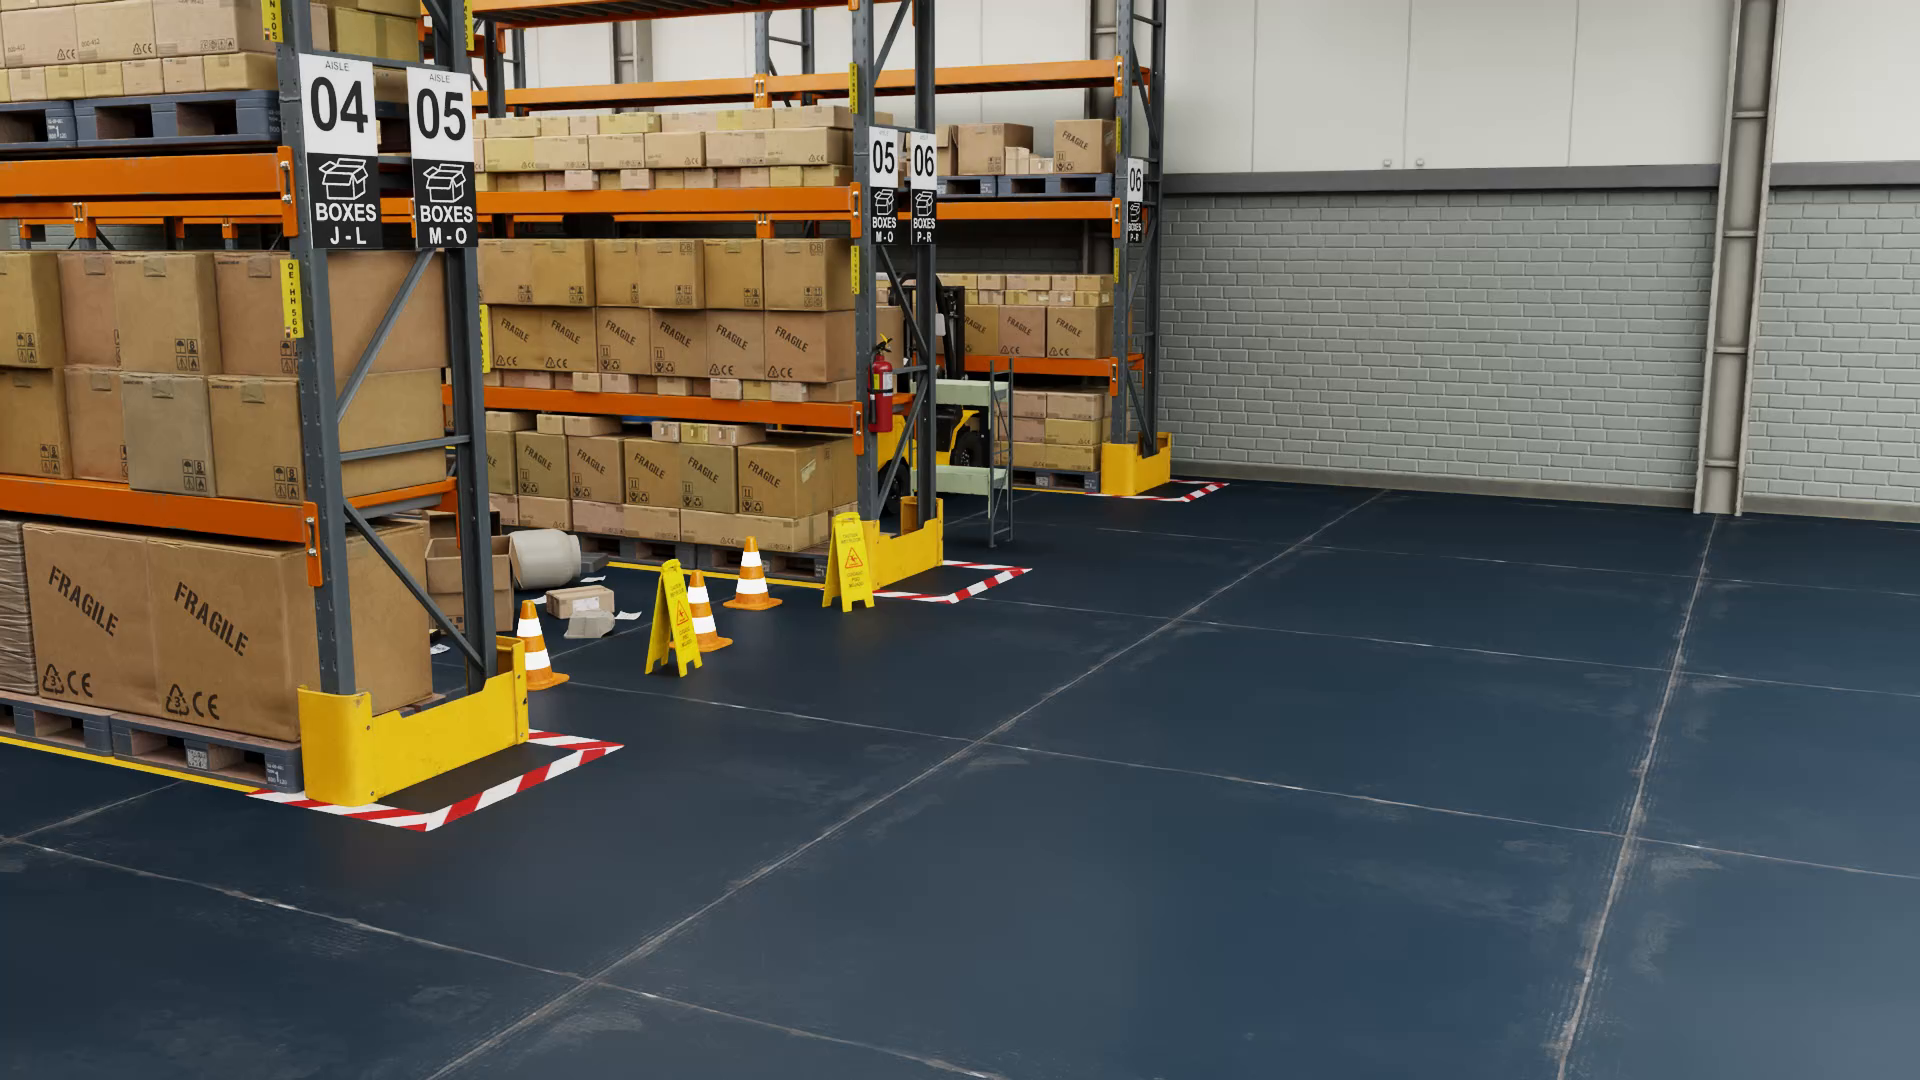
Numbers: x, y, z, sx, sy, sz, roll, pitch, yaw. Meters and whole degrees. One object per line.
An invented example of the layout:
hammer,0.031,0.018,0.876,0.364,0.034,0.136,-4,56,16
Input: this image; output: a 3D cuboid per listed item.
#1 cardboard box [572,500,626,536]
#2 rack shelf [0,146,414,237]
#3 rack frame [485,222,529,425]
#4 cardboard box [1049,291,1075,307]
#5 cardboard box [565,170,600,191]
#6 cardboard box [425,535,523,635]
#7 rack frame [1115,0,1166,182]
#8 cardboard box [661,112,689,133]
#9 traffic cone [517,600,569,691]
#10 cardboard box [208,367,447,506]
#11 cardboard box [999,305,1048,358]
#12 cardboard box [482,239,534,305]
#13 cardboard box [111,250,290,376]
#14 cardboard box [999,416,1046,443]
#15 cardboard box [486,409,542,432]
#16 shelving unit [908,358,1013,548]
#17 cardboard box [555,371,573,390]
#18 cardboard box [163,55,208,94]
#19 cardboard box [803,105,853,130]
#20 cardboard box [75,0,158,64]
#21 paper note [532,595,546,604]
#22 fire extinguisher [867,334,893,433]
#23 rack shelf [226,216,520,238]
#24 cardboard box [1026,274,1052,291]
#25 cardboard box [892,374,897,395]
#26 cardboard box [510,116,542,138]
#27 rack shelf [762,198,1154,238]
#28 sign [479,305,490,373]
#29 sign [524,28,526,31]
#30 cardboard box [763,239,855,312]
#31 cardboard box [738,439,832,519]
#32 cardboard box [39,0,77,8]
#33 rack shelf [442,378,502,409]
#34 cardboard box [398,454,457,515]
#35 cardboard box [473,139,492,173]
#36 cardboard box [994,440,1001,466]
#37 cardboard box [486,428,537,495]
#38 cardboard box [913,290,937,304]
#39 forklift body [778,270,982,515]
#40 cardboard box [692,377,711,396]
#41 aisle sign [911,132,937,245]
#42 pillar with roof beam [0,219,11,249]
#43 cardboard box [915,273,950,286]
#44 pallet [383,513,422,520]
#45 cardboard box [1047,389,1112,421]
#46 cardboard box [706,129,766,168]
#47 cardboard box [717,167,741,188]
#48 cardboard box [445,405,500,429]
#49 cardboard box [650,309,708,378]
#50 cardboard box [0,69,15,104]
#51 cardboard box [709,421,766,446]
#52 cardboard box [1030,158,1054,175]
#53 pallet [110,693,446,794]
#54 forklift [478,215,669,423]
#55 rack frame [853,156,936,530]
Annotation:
cardboard box,-2.670,-0.209,13.001,0.500,0.250,0.500,5,11,25
rack shelf,-4.346,-1.692,8.254,4.000,0.370,1.077,5,11,26
rack frame,-5.434,-2.634,19.864,0.127,3.000,1.000,5,11,26
cardboard box,1.063,-2.370,16.303,0.250,0.149,0.380,5,12,27
cardboard box,-2.752,-2.699,12.505,0.250,0.149,0.380,5,11,25
cardboard box,-3.148,0.283,10.752,0.637,0.503,0.797,-2,11,-14
rack frame,1.740,-4.956,15.846,0.127,3.000,1.000,5,11,26
cardboard box,-1.982,-3.052,12.216,0.250,0.149,0.380,5,11,24
traffic cone,-2.401,0.567,9.297,0.334,0.463,0.336,5,11,26
cardboard box,-2.905,-0.508,7.695,0.550,0.550,0.875,5,11,26
cardboard box,0.721,-2.092,16.588,0.500,0.500,0.500,5,12,28
cardboard box,-3.293,-2.101,12.991,0.500,0.500,0.700,5,11,26
cardboard box,-3.402,-1.082,7.831,0.550,0.550,0.875,5,11,26
cardboard box,0.720,-1.133,16.707,0.500,0.250,0.500,5,11,25
cardboard box,-3.545,-0.959,13.221,0.250,0.149,0.380,5,11,27
shelving unit,0.006,-0.737,13.594,0.755,1.500,0.431,5,11,26
cardboard box,-2.939,-1.258,12.963,0.250,0.149,0.380,5,11,26
cardboard box,-3.226,-2.013,7.252,0.250,0.149,0.380,5,11,26
cardboard box,-0.887,-2.935,11.570,0.250,0.149,0.380,5,11,26
cardboard box,-3.563,-2.250,7.445,0.500,0.250,0.500,5,11,26
paper note,-2.877,0.408,11.421,0.148,0.019,0.142,-10,14,-43
fire extinguisher,-0.554,-1.090,11.549,0.183,0.674,0.296,5,11,26
rack shelf,-7.228,-3.914,20.531,4.000,0.370,1.077,5,11,26
cardboard box,0.844,-2.544,16.427,0.250,0.149,0.380,5,12,27
cardboard box,-0.666,-1.147,12.352,0.250,0.149,0.380,5,11,26
cardboard box,-3.199,-3.131,12.651,0.250,0.149,0.380,5,11,25
rack shelf,-0.054,-3.284,17.048,4.000,0.370,1.077,5,11,26
sign,-2.302,-0.966,7.989,0.005,0.325,0.100,5,11,26
sign,-5.192,-6.213,19.723,0.005,0.325,0.100,5,11,26
cardboard box,-1.008,-1.904,11.904,0.500,0.500,0.700,5,11,24
cardboard box,-1.287,-0.455,12.258,0.500,0.500,0.500,5,11,26
cardboard box,-3.914,-2.466,7.514,0.250,0.149,0.380,5,11,26
rack shelf,-5.834,-1.330,14.675,4.000,0.370,1.077,5,11,26
cardboard box,-4.512,-0.481,14.163,0.625,0.372,0.950,5,11,27
cardboard box,-3.767,-2.996,13.027,0.500,0.250,0.500,5,11,25
cardboard box,0.292,-0.926,16.964,0.500,0.250,0.500,5,11,26
cardboard box,-3.630,-0.659,13.386,0.500,0.500,0.500,6,12,29
cardboard box,-0.300,-2.495,16.994,0.250,0.149,0.380,5,11,25
forklift body,-0.768,-1.444,15.672,1.214,2.155,2.313,5,11,26
cardboard box,-1.791,-1.167,12.459,0.250,0.149,0.380,5,11,27
aisle sign,-0.260,-2.535,12.014,0.004,0.787,0.394,5,11,26
pillar with roof beam,-16.533,-5.886,20.983,0.400,9.000,9.100,5,11,26
cardboard box,-0.271,-2.656,17.044,0.250,0.149,0.380,5,11,26
pallet,-4.739,-0.215,14.326,1.213,0.211,1.003,5,11,26
cardboard box,1.189,-1.336,16.424,0.500,0.250,0.500,5,12,28
cardboard box,-1.476,-2.799,11.935,0.500,0.250,0.500,5,11,25
cardboard box,-1.555,-2.618,12.057,0.250,0.149,0.380,5,11,26
cardboard box,-5.909,-1.610,20.043,0.500,0.500,0.500,5,12,27
cardboard box,-1.956,-1.485,12.399,0.500,0.500,0.500,5,11,26
cardboard box,-4.368,-2.113,7.806,0.250,0.149,0.380,5,11,27
cardboard box,-1.646,-0.792,12.301,0.250,0.149,0.380,5,12,27
cardboard box,0.863,-3.629,16.182,0.250,0.149,0.380,5,11,24
pallet,-3.304,0.909,8.114,1.213,0.211,1.003,5,11,26
forklift,-3.805,-1.689,14.834,3.031,2.935,1.130,-3,11,-18
rack frame,-0.453,-1.211,11.999,0.127,3.000,1.000,5,11,26
